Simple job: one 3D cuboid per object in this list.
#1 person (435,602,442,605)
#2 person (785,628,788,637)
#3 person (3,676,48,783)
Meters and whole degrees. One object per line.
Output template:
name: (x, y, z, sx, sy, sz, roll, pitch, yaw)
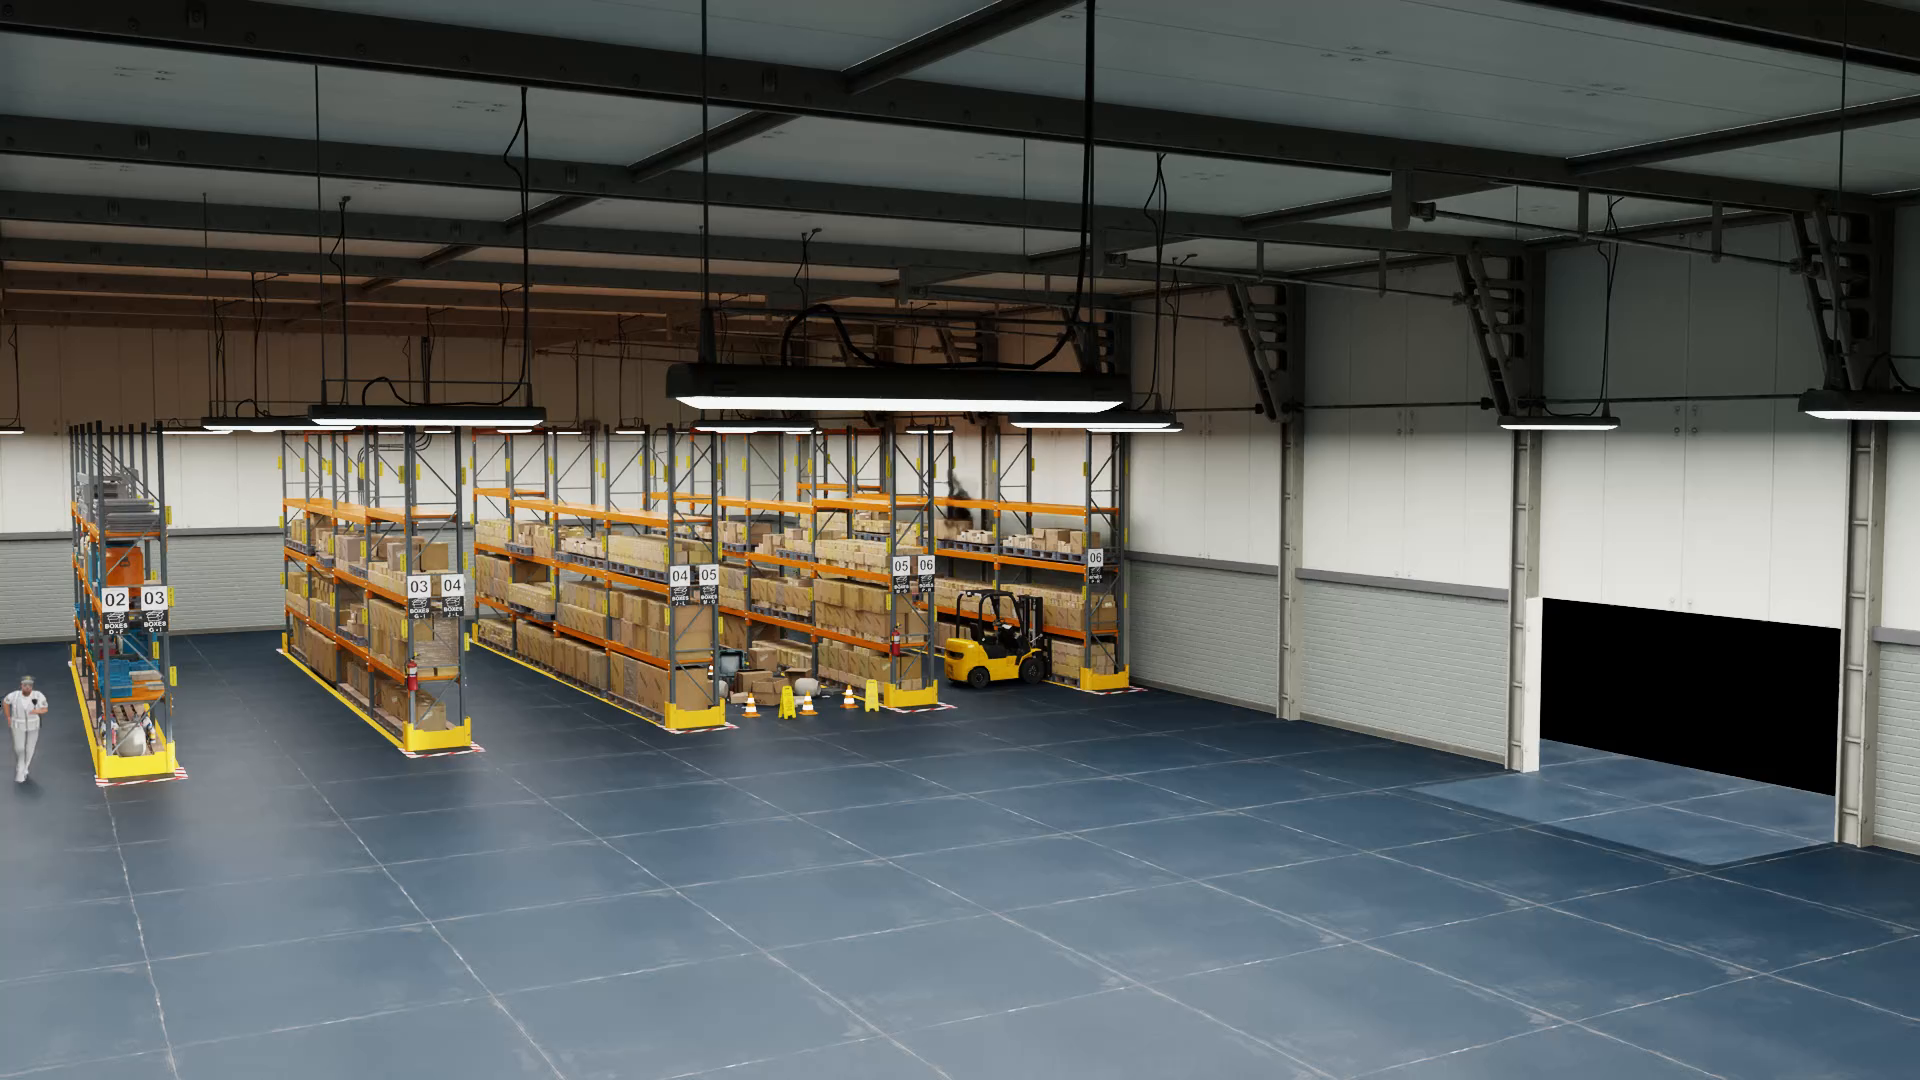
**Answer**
person: (-14.527, 2.042, 45.665, 0.694, 1.782, 0.661, -1, 4, -12)
person: (-5.069, 1.909, 46.790, 0.661, 1.769, 0.993, -3, 4, -36)
person: (-15.562, 3.145, 27.718, 0.620, 1.801, 0.832, -3, 4, -36)
